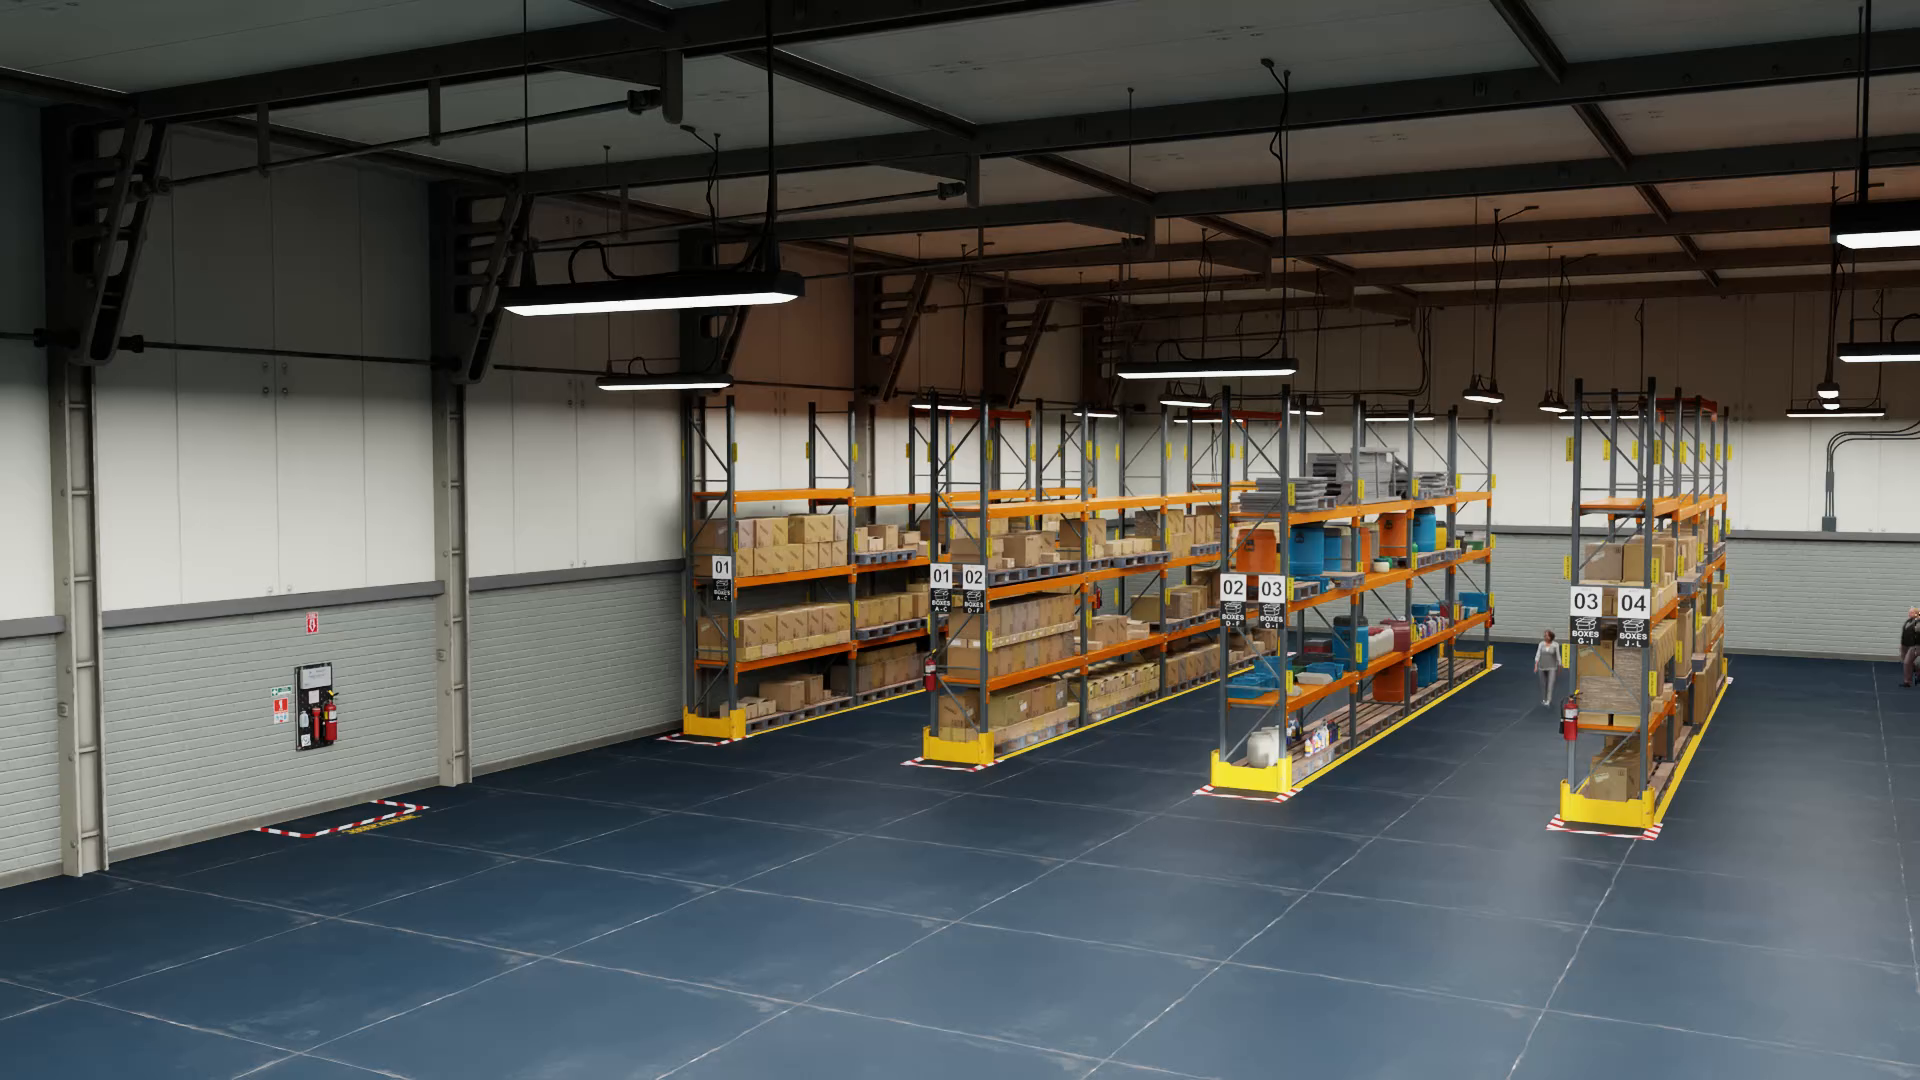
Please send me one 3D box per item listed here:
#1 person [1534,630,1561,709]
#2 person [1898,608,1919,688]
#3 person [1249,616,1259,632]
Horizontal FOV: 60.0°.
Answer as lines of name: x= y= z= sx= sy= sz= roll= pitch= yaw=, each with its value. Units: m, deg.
person: x=11.403 y=2.514 z=32.327 sx=0.448 sy=1.538 sz=1.011 roll=2 pitch=4 yaw=35
person: x=20.271 y=2.279 z=35.327 sx=0.780 sy=1.696 sz=0.549 roll=0 pitch=3 yaw=-9
person: x=8.068 y=1.828 z=44.879 sx=0.528 sy=1.612 sz=1.075 roll=-2 pitch=3 yaw=-28
